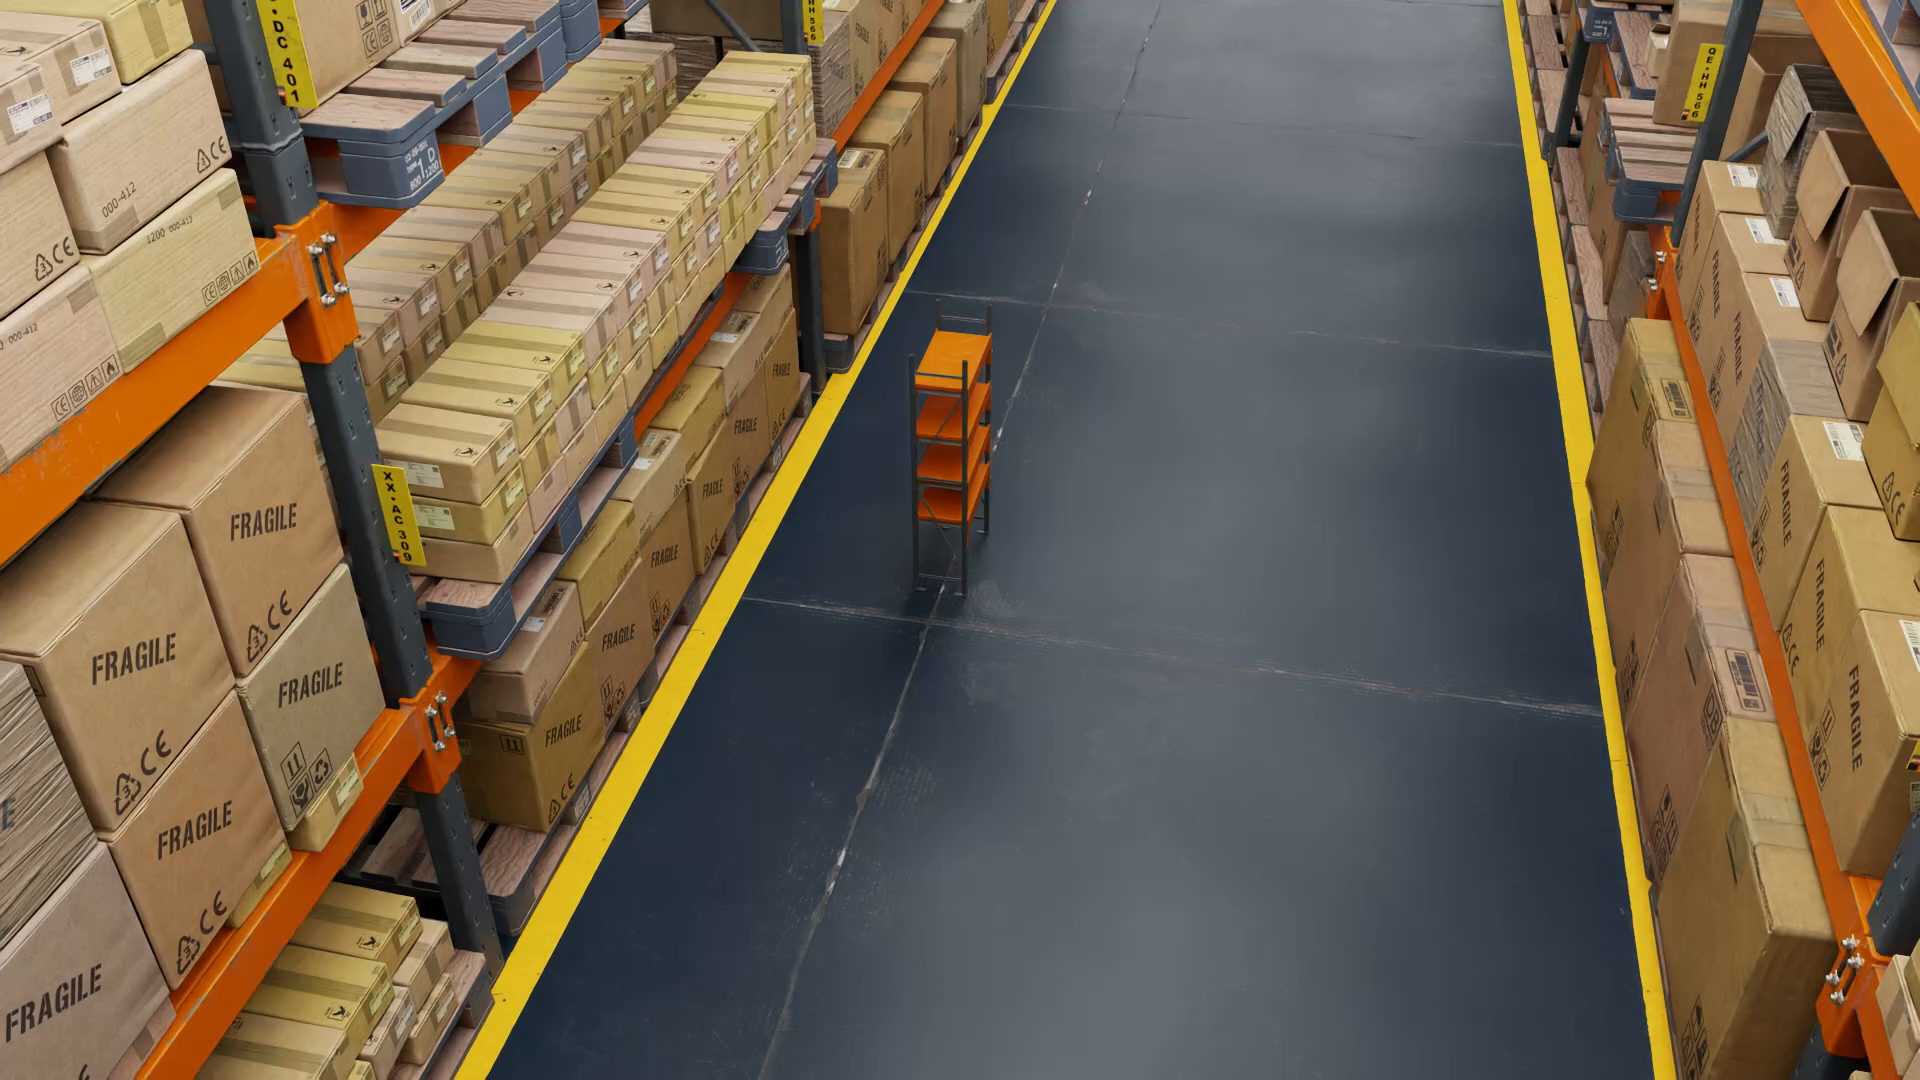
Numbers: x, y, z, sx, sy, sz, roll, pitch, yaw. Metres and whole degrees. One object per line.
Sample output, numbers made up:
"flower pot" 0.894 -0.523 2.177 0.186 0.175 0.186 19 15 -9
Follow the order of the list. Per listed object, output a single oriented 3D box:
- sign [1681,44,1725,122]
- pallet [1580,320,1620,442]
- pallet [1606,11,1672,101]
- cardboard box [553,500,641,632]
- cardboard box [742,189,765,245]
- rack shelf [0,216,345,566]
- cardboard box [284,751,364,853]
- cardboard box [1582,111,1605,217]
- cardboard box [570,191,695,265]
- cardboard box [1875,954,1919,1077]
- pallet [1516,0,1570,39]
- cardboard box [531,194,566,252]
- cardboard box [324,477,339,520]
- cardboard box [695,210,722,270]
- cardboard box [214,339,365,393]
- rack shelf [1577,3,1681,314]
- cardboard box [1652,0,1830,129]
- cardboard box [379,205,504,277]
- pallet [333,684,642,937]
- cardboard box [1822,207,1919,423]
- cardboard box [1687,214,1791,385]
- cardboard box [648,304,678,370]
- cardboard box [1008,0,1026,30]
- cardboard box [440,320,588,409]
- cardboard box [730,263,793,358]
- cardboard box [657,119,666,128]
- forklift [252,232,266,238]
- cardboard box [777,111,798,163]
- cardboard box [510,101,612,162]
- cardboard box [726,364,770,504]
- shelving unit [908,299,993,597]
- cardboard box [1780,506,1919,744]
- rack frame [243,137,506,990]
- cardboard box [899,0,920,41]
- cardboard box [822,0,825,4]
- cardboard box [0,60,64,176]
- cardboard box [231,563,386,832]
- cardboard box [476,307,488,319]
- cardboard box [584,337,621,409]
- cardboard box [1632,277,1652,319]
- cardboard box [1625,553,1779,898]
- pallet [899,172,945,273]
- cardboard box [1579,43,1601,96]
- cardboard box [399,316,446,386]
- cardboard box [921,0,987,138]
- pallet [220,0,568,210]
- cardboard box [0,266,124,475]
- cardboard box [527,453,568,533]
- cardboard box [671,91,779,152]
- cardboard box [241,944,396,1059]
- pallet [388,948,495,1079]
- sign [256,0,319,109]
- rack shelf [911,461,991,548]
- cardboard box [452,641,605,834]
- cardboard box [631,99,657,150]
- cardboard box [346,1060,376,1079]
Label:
"sign" 3.079 -1.891 6.884 0.100 0.325 0.005 7 37 10
"pallet" 3.779 -0.711 8.551 1.003 0.211 1.213 7 37 10
"pallet" 3.994 -2.454 8.744 1.003 0.211 1.213 7 37 10
"cardboard box" -1.540 0.064 6.239 0.500 0.250 0.500 8 37 11
"cardboard box" -1.036 -1.367 6.937 0.380 0.149 0.250 7 36 9
"rack shelf" -2.495 0.445 2.637 1.077 0.370 4.000 7 37 10
"cardboard box" -1.848 0.678 4.473 0.380 0.149 0.250 6 36 9
"cardboard box" 4.193 -2.231 10.027 0.700 0.500 0.500 7 37 10
"cardboard box" -1.205 -1.152 6.133 0.380 0.149 0.250 8 37 11
"cardboard box" 2.368 1.131 3.848 0.380 0.149 0.250 7 37 10
"pallet" 5.095 -4.344 13.564 1.003 0.211 1.213 7 37 10
"cardboard box" -1.786 -1.270 6.549 0.380 0.149 0.250 7 37 10
"cardboard box" -2.176 -0.099 5.187 0.380 0.149 0.250 7 36 9
"cardboard box" -1.147 -1.180 6.425 0.380 0.149 0.250 8 37 11
"cardboard box" -2.116 -0.496 5.228 0.380 0.149 0.250 6 36 9
"rack shelf" 4.038 -2.247 8.908 1.077 0.370 4.000 7 37 10
"cardboard box" 3.709 -2.250 7.855 0.700 0.500 0.500 13 38 17
"cardboard box" -1.893 -1.089 6.046 0.380 0.149 0.250 6 36 8
"pallet" -1.903 0.904 6.323 1.003 0.211 1.213 7 37 10
"cardboard box" 3.160 -0.663 5.169 0.797 0.503 0.637 8 37 11
"cardboard box" 3.133 -0.892 6.339 0.500 0.500 0.500 6 36 9
"cardboard box" -1.260 -0.764 6.104 0.380 0.149 0.250 7 36 9
"cardboard box" 0.033 -4.544 12.916 0.875 0.875 0.875 8 37 10
"cardboard box" -1.423 -0.563 5.320 0.380 0.149 0.250 8 37 10
"cardboard box" -1.103 -1.108 7.856 0.500 0.250 0.500 6 36 9
"cardboard box" -1.506 -1.909 7.684 0.380 0.149 0.250 7 36 9
"forklift" -3.824 -1.586 7.441 3.031 2.935 1.130 14 38 18
"cardboard box" -0.929 -1.767 7.234 0.380 0.149 0.250 9 37 12
"cardboard box" -1.670 -1.694 6.880 0.380 0.149 0.250 6 36 8
"cardboard box" -1.213 -0.522 7.687 0.500 0.500 0.500 9 37 12
"shelving unit" -0.035 -0.391 7.267 0.258 1.200 0.503 7 37 10
"cardboard box" 2.702 0.276 4.728 0.500 0.500 0.500 8 37 11
"rack frame" -2.068 0.222 4.888 1.000 3.000 0.127 7 37 10
"cardboard box" -0.531 -3.202 9.526 0.500 0.500 0.500 7 37 9
"cardboard box" -1.001 -3.063 8.483 0.700 0.500 0.500 7 36 9
"cardboard box" -1.925 -0.784 3.082 0.380 0.149 0.250 7 37 10
"cardboard box" -1.895 0.373 4.340 0.500 0.500 0.500 7 37 10
"cardboard box" -1.901 -0.846 6.218 0.380 0.149 0.250 9 37 12
"cardboard box" -1.371 -0.581 5.599 0.380 0.149 0.250 6 36 8
"cardboard box" 3.734 -0.945 8.252 0.700 0.500 0.500 5 36 8
"cardboard box" 3.064 0.710 5.667 1.225 0.875 0.875 6 36 8
"pallet" -0.708 -2.082 10.443 1.003 0.211 1.213 7 37 10
"cardboard box" 4.705 -3.397 11.653 0.500 0.500 0.500 19 40 24
"cardboard box" -2.010 -0.670 5.722 0.380 0.149 0.250 6 36 8
"cardboard box" -0.404 -3.257 11.247 1.050 0.750 0.750 7 37 10
"pallet" -1.832 -1.257 4.533 1.213 0.211 1.003 7 37 10
"cardboard box" -2.027 -0.332 3.224 0.500 0.250 0.500 7 37 10
"cardboard box" -1.481 -0.175 5.291 0.380 0.149 0.250 8 37 11
"cardboard box" -0.982 -1.748 6.956 0.380 0.149 0.250 8 37 11
"cardboard box" -1.905 1.353 4.891 0.380 0.149 0.250 8 37 11
"pallet" -2.176 1.740 5.169 1.003 0.211 1.213 7 37 10
"sign" -1.536 -1.139 3.768 0.100 0.325 0.005 7 37 10
"rack shelf" -0.035 -0.176 7.423 0.258 0.148 0.480 7 37 10
"cardboard box" -1.651 0.673 6.037 0.500 0.500 0.500 9 37 12
"cardboard box" -1.568 -1.853 7.353 0.380 0.149 0.250 9 37 12
"cardboard box" -1.910 1.618 4.779 0.380 0.149 0.250 6 36 8
